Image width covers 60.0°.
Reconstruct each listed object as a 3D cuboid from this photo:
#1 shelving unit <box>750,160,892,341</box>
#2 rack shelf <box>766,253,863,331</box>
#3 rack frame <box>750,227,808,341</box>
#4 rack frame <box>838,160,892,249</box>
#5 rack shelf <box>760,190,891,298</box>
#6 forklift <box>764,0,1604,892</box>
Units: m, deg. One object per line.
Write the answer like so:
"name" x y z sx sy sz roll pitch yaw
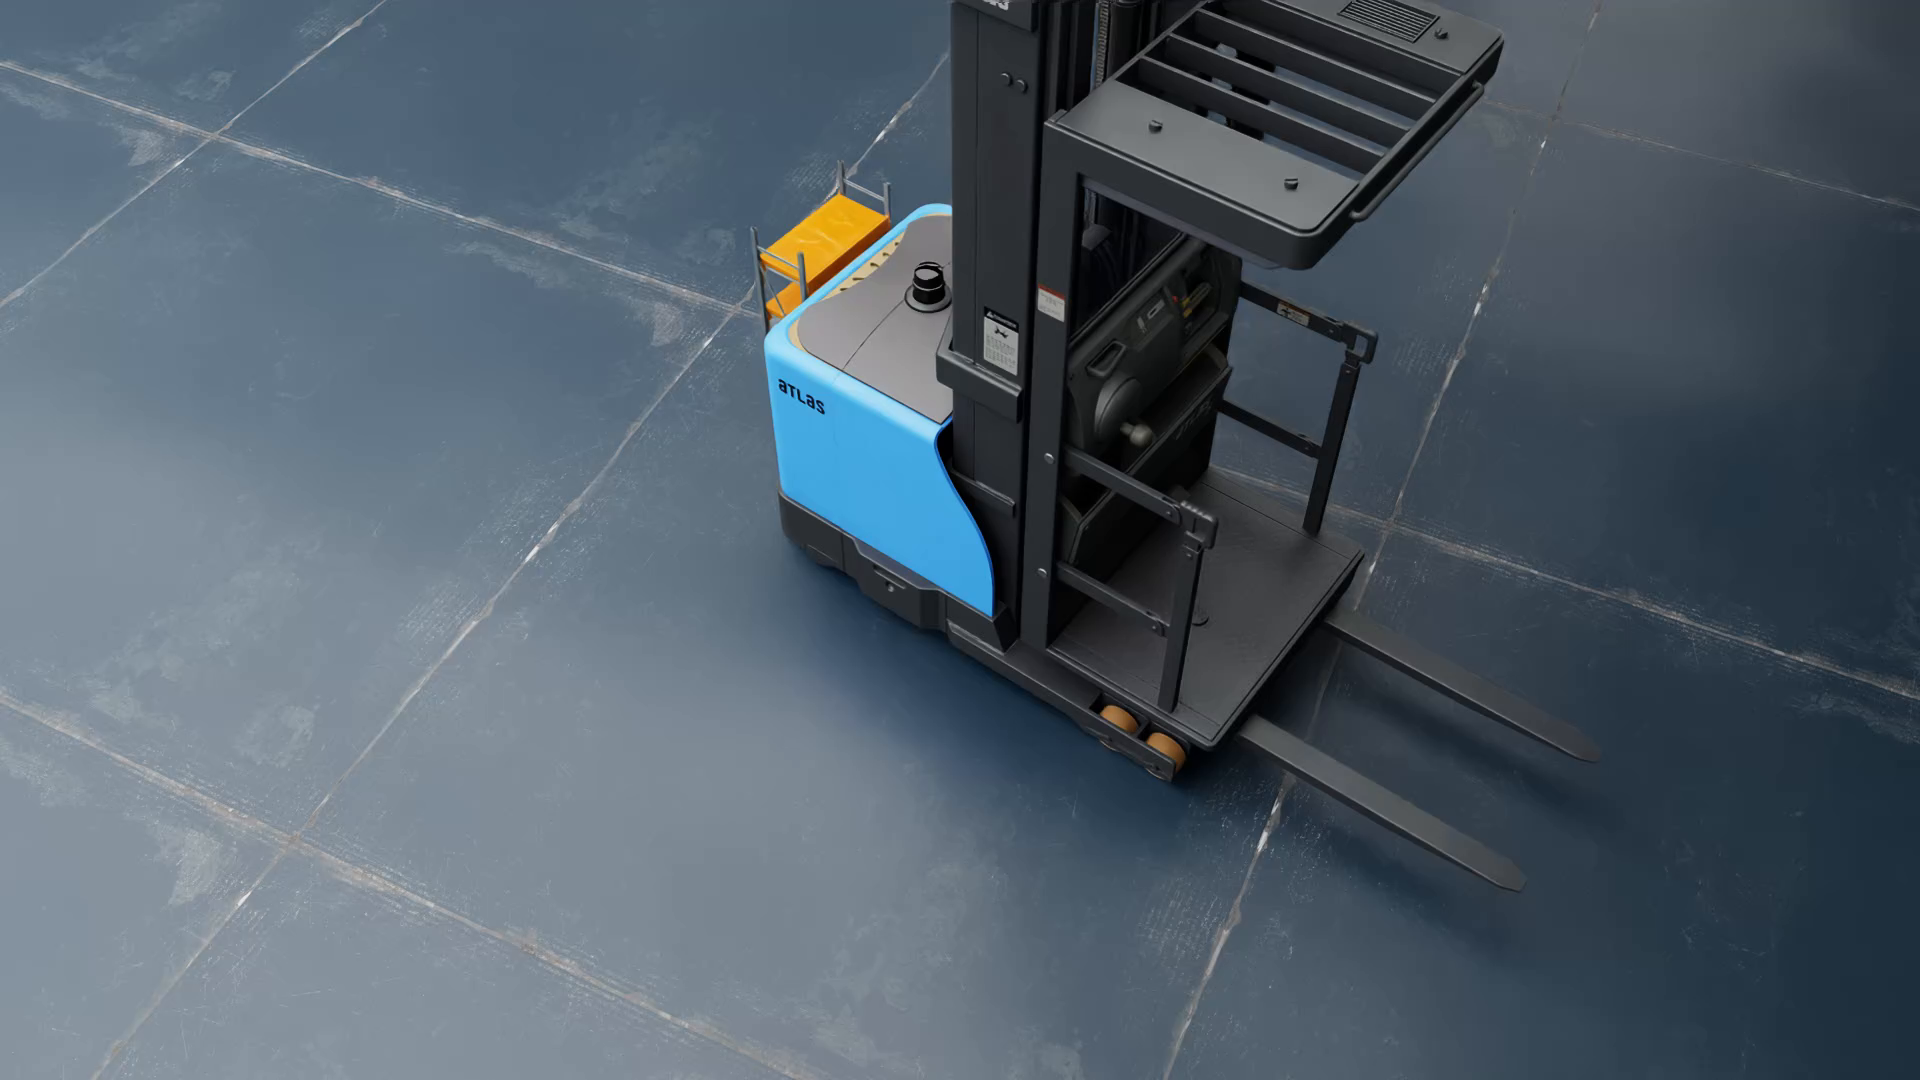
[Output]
"shelving unit" -0.502 -0.821 6.476 0.258 1.200 0.503 30 56 23
"rack shelf" -0.502 -0.923 6.357 0.258 0.148 0.480 30 56 23
"rack frame" -0.648 -0.673 6.349 0.240 1.200 0.015 30 56 23
"rack frame" -0.355 -0.970 6.602 0.240 1.200 0.015 30 56 23
"rack shelf" -0.502 -1.076 6.177 0.258 0.148 0.480 30 56 23
"forklift" 0.783 -0.576 5.131 3.031 2.935 1.130 30 56 23
